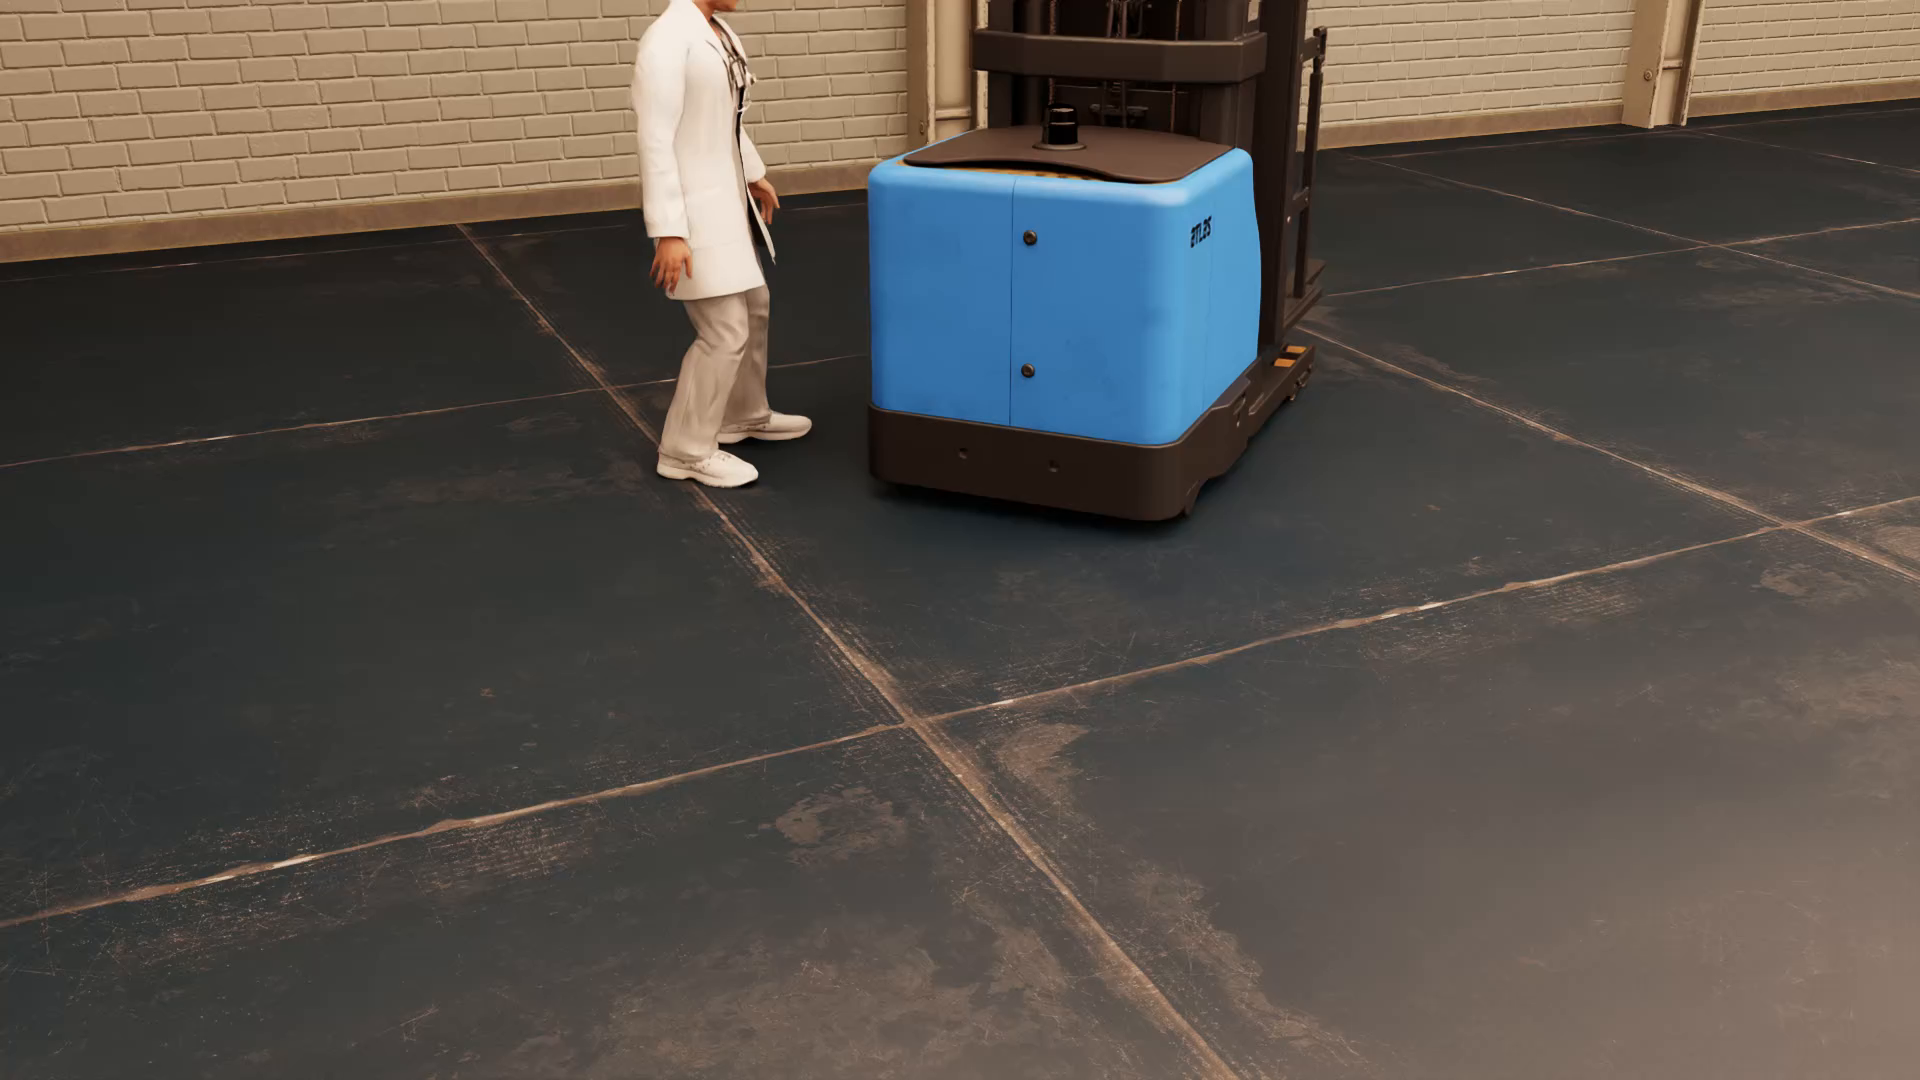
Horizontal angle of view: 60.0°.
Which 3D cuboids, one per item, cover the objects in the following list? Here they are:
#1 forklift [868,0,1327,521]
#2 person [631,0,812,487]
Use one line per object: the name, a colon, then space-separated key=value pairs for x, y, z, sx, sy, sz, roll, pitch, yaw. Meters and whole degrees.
forklift: x=0.753 y=-1.943 z=5.964 sx=1.130 sy=2.935 sz=3.031 roll=9 pitch=24 yaw=22
person: x=-0.793 y=-1.056 z=5.370 sx=0.453 sy=1.752 sz=0.823 roll=2 pitch=23 yaw=5
